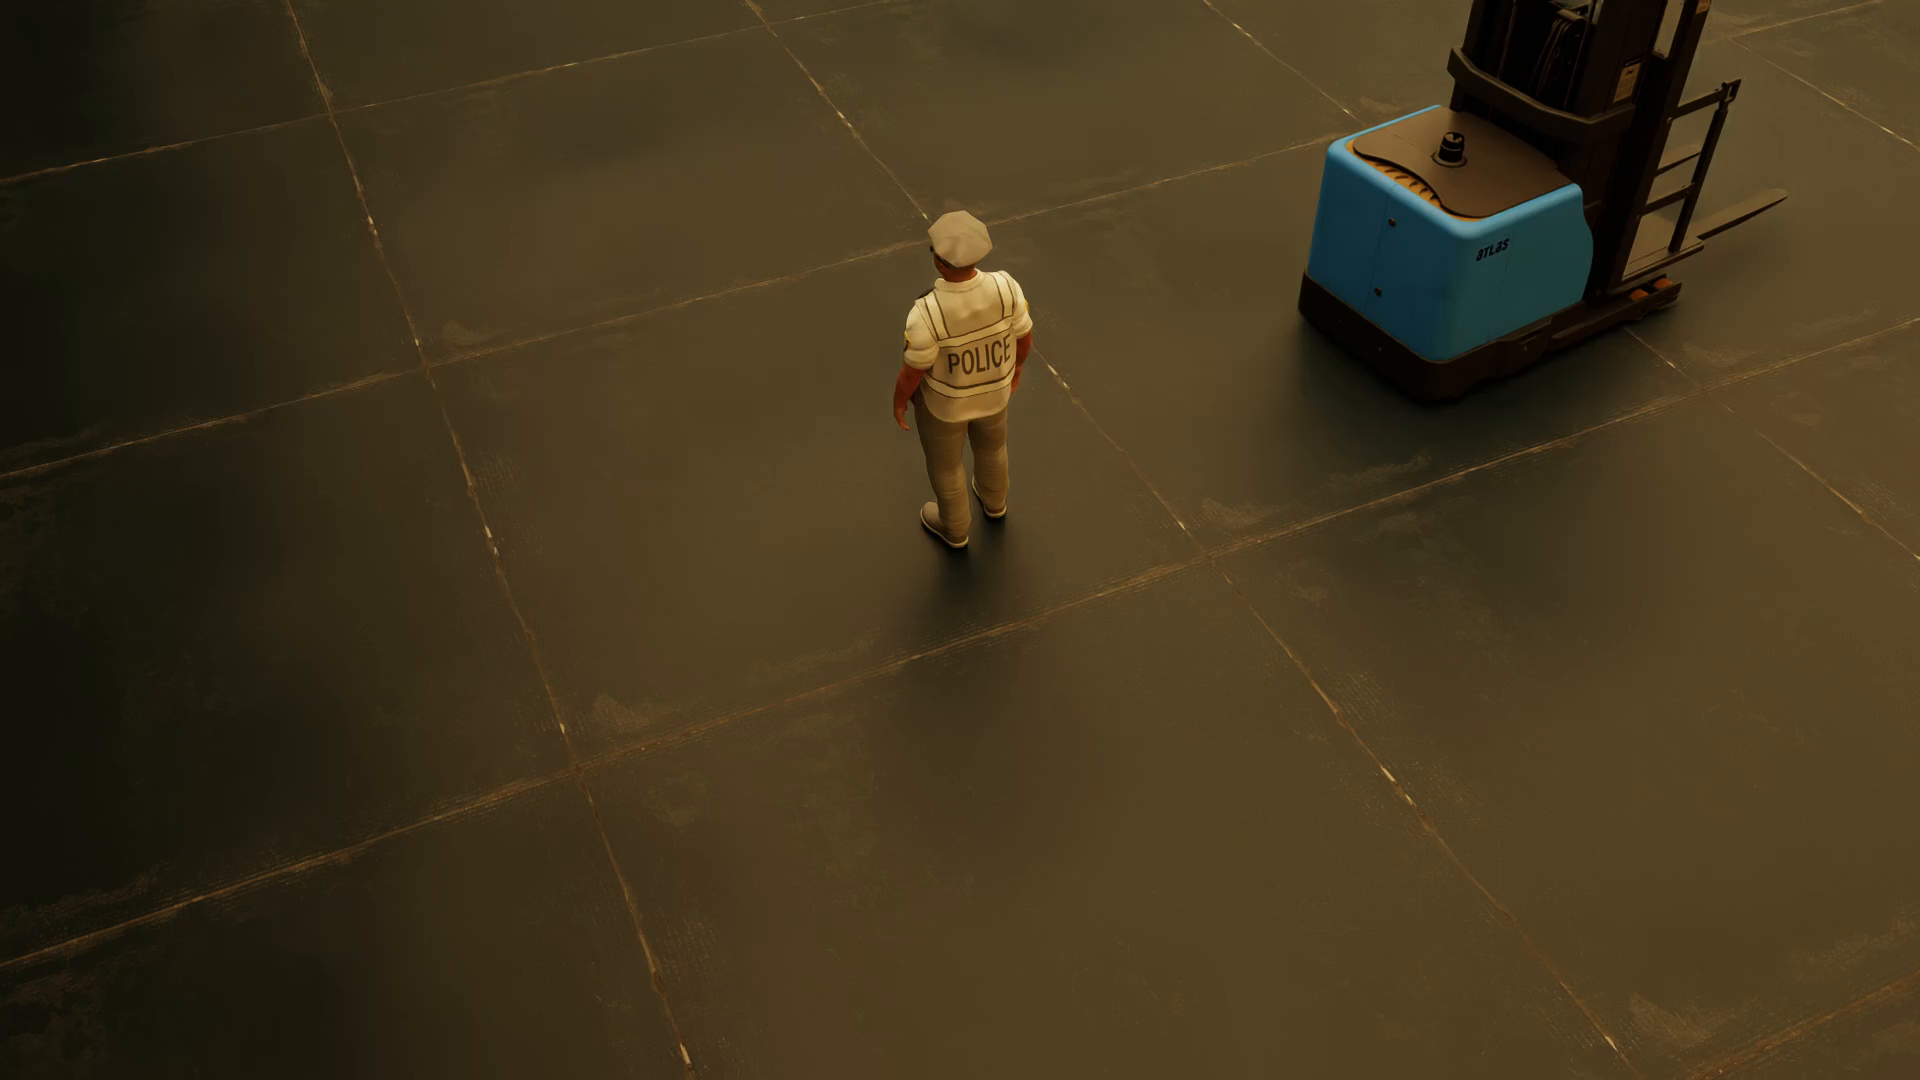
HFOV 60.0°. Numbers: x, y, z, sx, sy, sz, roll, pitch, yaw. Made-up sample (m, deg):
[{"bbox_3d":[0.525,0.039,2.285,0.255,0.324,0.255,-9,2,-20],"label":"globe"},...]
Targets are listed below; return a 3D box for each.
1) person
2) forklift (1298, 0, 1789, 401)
[{"bbox_3d":[-0.021,-0.708,7.271,0.640,1.781,0.575,-18,46,-18],"label":"person"},{"bbox_3d":[3.363,-2.558,8.421,3.031,2.935,1.130,-24,48,-23],"label":"forklift"}]
